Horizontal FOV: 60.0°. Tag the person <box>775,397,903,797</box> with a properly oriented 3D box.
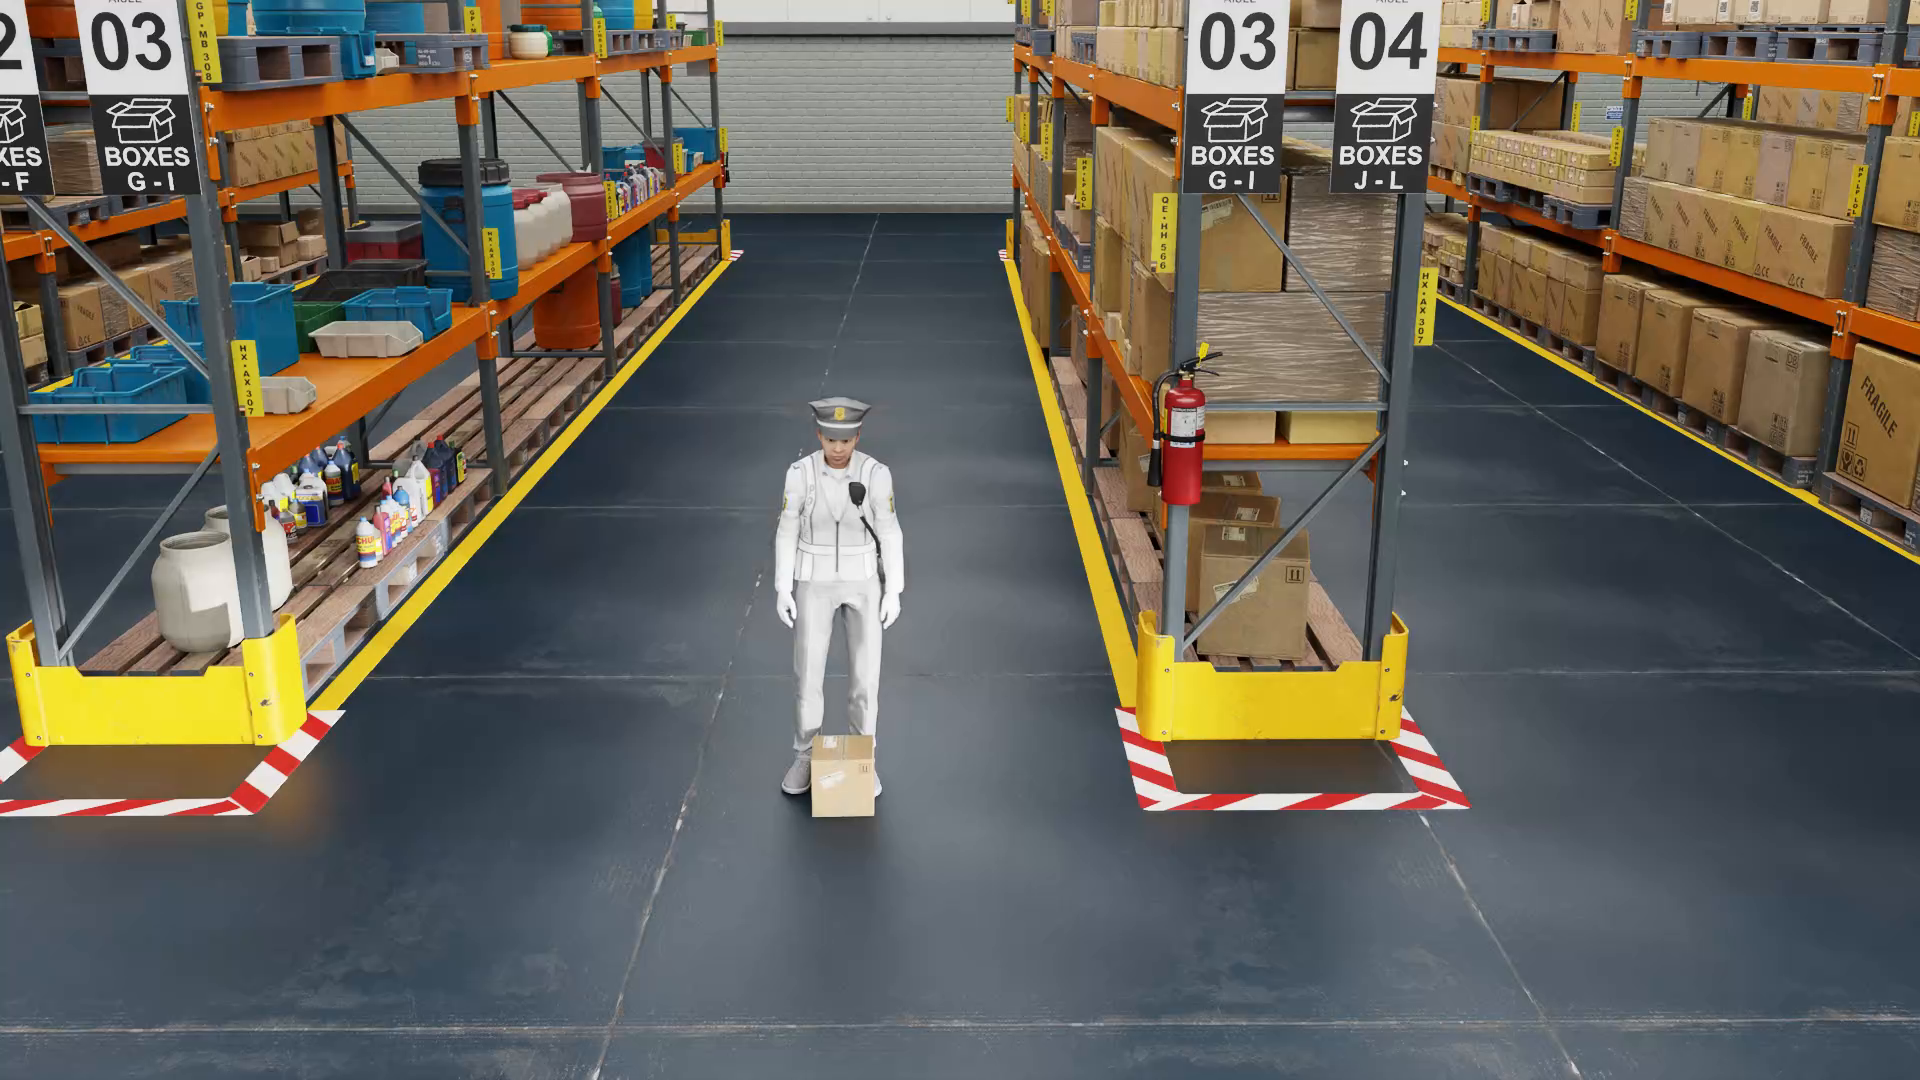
[{"bbox_3d":[-0.496,0.224,6.819,0.527,1.662,0.409,0,17,-1],"label":"person"}]
